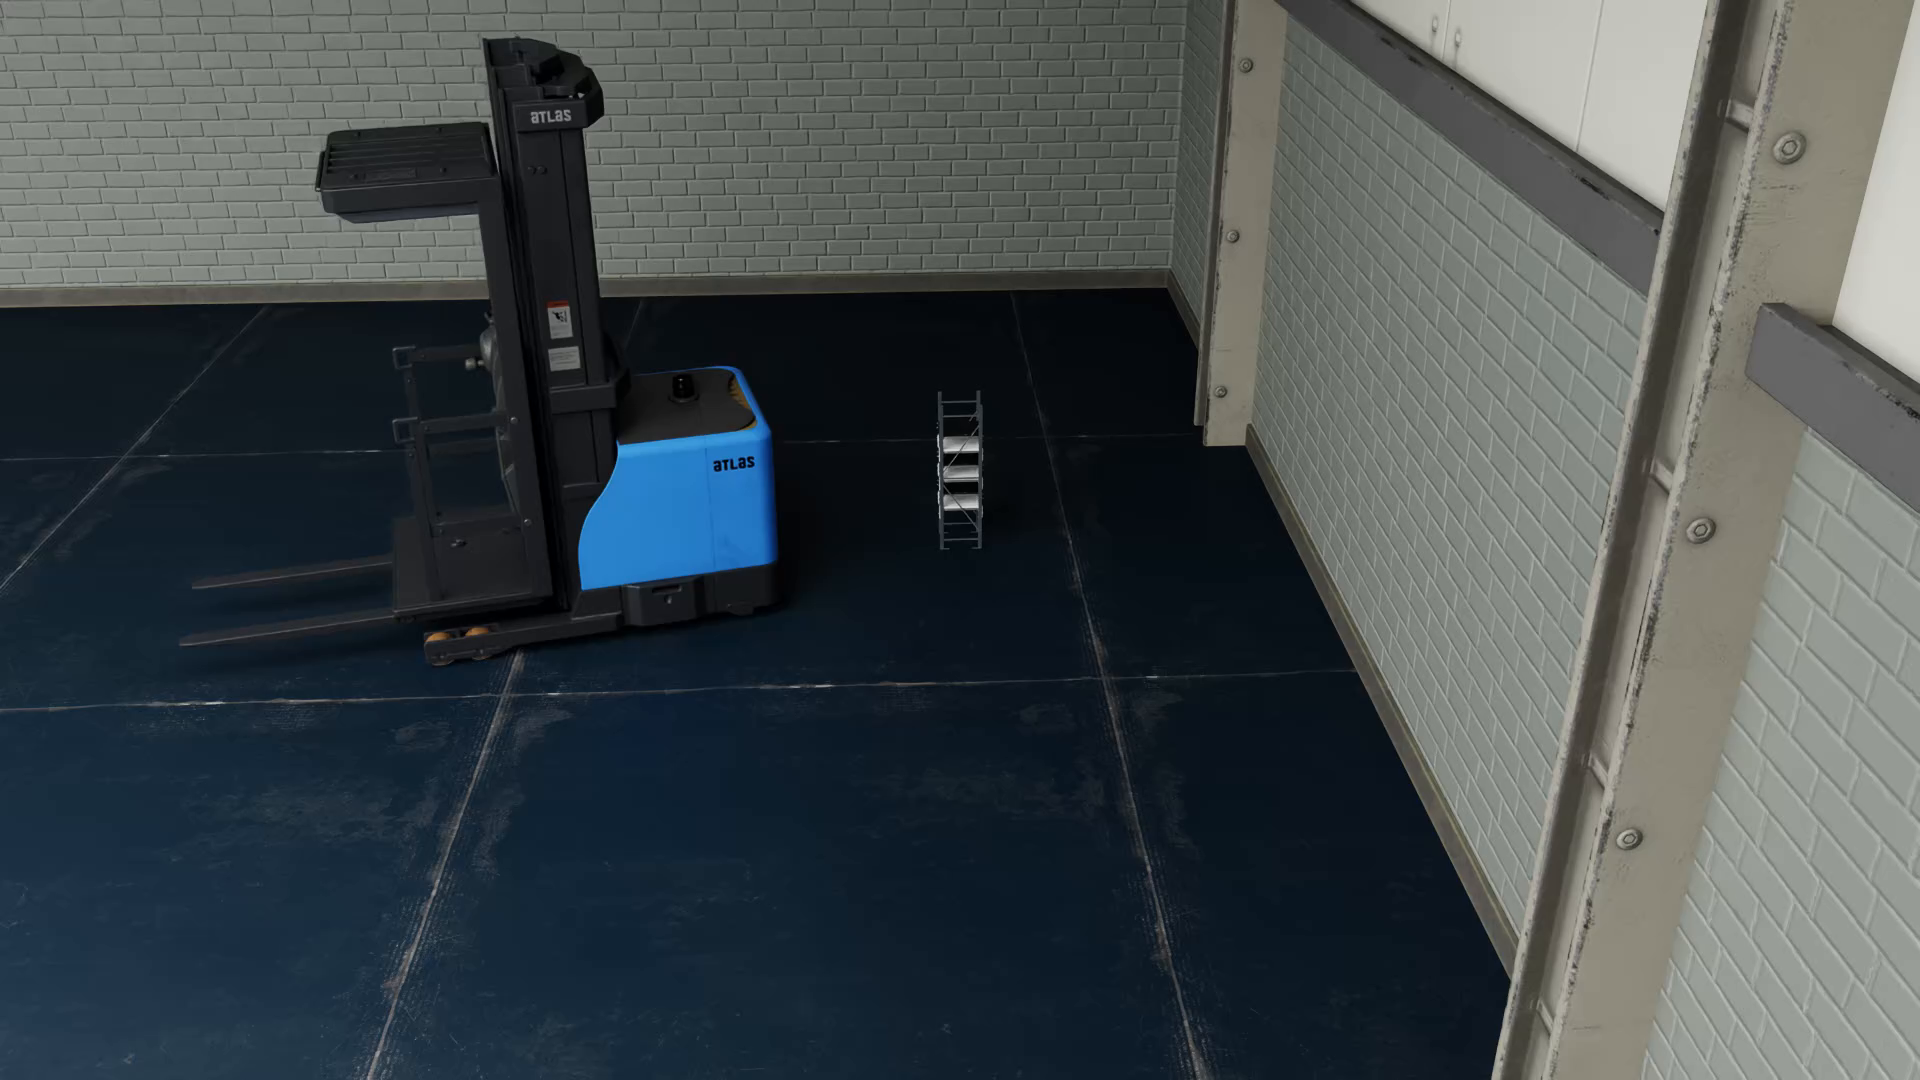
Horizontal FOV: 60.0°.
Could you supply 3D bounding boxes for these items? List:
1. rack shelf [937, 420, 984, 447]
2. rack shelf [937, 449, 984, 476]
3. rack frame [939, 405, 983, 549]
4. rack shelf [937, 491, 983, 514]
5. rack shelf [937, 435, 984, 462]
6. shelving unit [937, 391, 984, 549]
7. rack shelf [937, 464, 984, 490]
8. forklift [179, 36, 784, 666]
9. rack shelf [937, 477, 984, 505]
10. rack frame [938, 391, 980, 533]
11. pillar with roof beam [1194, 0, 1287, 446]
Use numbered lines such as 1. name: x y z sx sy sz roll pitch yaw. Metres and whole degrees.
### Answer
1. rack shelf: 0.000 -0.605 9.425 0.258 0.077 0.200 -1 28 -3
2. rack shelf: 0.000 -0.445 9.509 0.258 0.077 0.200 -1 28 -3
3. rack frame: 0.006 -0.348 9.445 0.240 0.900 0.006 -1 28 -3
4. rack shelf: 0.000 -0.206 9.633 0.258 0.077 0.200 -1 28 -3
5. rack shelf: 0.000 -0.525 9.467 0.258 0.077 0.200 -1 28 -3
6. shelving unit: 0.000 -0.395 9.535 0.258 0.900 0.210 -1 28 -3
7. rack shelf: 0.000 -0.366 9.550 0.258 0.077 0.200 -1 28 -3
8. forklift: -2.532 -0.929 8.362 3.031 2.935 1.130 -8 29 -15
9. rack shelf: 0.000 -0.286 9.592 0.258 0.077 0.200 -1 28 -3
10. rack frame: -0.005 -0.442 9.625 0.240 0.900 0.006 -1 28 -3
11. pillar with roof beam: -2.550 -4.600 8.838 9.100 9.000 0.400 -1 28 -3
